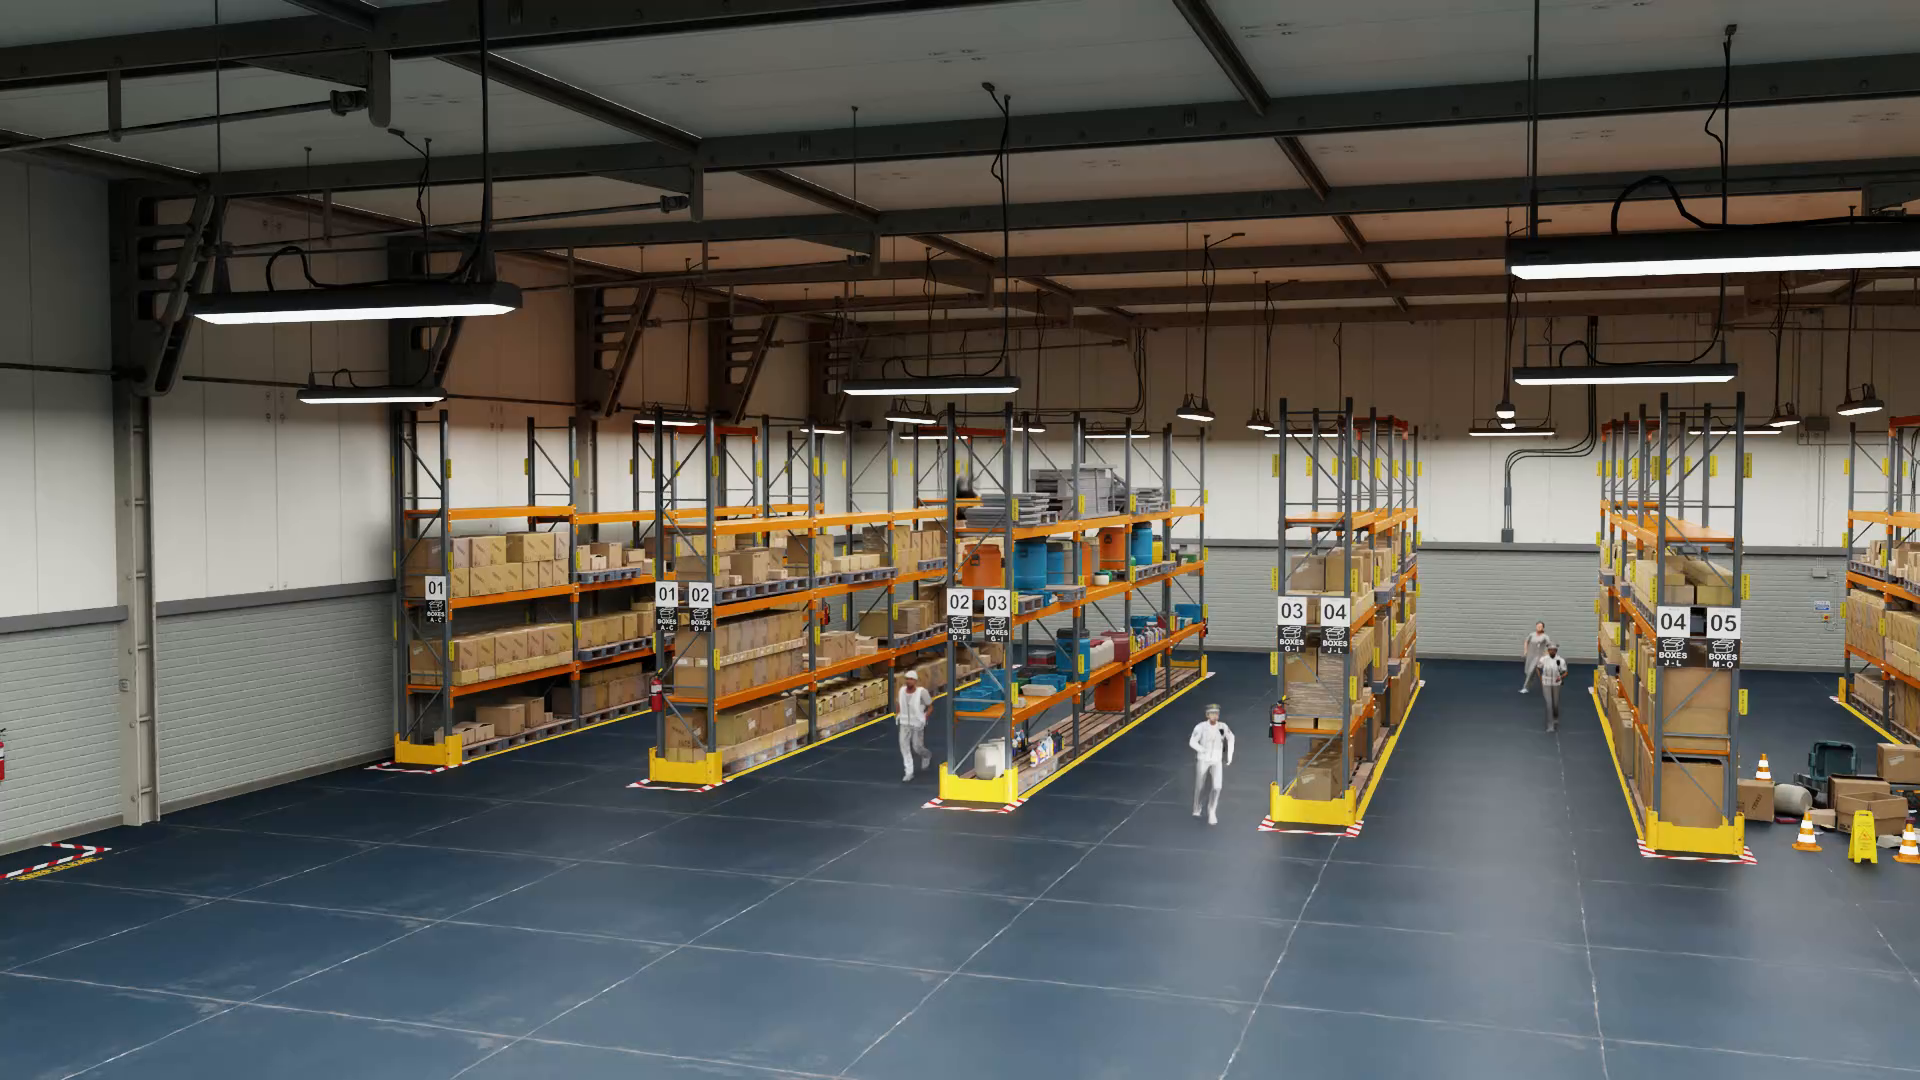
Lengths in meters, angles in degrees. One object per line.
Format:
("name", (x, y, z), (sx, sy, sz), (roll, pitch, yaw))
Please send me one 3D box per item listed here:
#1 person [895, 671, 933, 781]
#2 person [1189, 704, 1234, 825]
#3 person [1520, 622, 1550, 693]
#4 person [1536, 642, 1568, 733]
("person", (-0.742, 2.977, 26.936), (0.670, 1.752, 0.804), (1, 3, 19))
("person", (3.572, 3.163, 23.558), (0.654, 1.725, 0.688), (0, 2, 3))
("person", (12.868, 2.610, 37.075), (0.597, 1.596, 0.585), (2, 3, 36))
("person", (11.344, 2.796, 31.878), (0.583, 1.704, 0.754), (1, 3, 18))
